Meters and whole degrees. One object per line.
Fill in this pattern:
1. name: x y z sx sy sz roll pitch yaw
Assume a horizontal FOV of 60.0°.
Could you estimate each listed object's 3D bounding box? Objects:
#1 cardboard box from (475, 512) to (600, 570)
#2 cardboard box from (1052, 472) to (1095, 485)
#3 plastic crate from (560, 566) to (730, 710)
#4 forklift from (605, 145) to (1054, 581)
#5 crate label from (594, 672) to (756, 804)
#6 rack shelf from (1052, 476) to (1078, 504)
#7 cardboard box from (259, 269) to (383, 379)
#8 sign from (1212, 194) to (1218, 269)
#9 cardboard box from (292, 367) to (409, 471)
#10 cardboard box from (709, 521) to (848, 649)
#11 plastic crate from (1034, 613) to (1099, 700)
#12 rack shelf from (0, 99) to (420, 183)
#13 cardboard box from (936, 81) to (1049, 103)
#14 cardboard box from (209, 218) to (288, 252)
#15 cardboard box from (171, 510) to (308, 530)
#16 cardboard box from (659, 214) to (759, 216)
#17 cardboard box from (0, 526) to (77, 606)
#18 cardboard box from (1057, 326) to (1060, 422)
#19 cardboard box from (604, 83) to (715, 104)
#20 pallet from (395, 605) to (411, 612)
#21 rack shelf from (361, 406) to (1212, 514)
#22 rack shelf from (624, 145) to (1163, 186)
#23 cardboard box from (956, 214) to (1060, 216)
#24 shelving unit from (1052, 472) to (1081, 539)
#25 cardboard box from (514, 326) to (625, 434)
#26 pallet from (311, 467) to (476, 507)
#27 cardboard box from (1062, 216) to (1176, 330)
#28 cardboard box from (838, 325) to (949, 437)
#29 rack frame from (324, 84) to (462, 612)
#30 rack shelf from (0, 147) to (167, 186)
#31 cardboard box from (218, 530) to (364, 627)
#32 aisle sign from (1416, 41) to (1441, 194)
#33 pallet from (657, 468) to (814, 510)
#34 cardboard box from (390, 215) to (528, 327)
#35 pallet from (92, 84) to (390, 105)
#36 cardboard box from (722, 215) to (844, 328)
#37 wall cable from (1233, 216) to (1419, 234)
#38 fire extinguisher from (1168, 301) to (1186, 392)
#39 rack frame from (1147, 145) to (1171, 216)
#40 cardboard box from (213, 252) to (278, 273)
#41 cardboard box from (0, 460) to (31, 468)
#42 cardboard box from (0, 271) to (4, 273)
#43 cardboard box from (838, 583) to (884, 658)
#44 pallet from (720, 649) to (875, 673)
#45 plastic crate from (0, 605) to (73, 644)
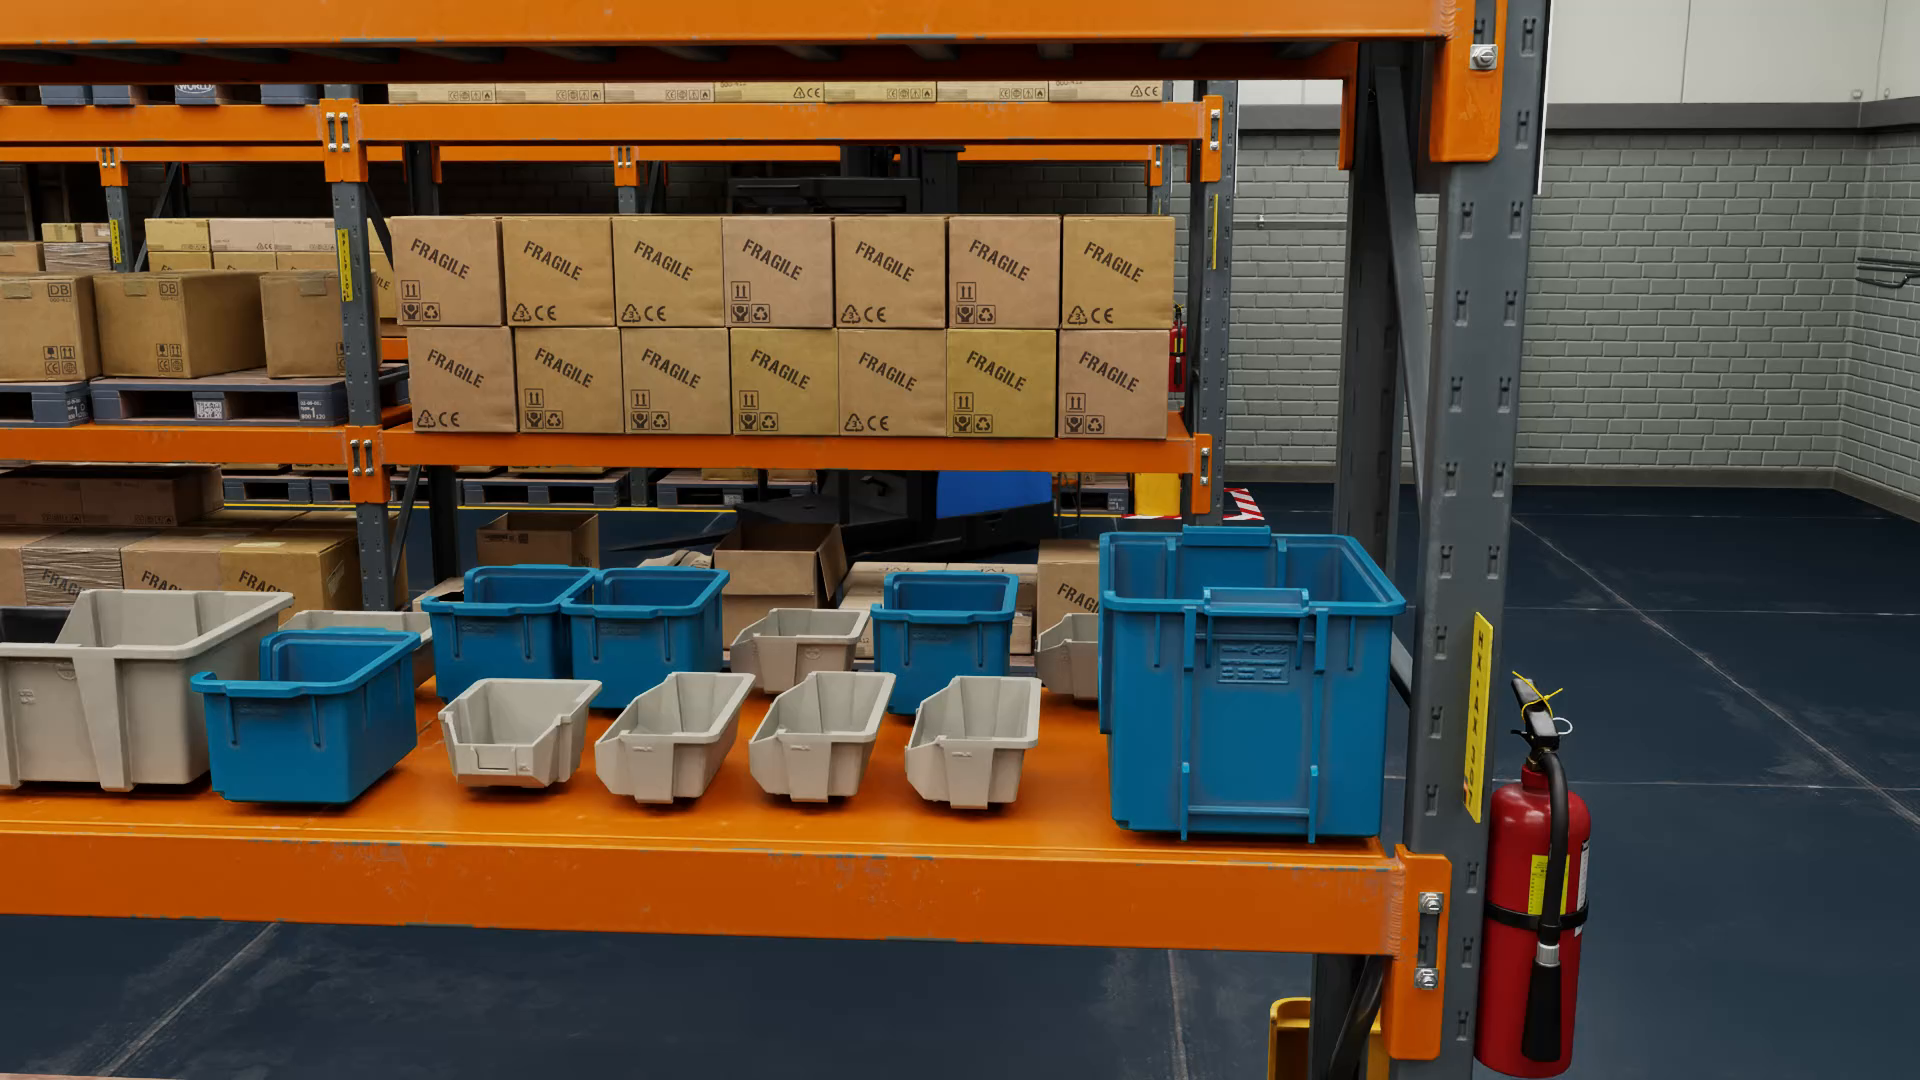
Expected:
1. cardboard box: -2.215 0.144 8.783 0.500 0.500 0.500 1 12 4
2. cardboard box: 0.811 -0.742 13.069 0.500 0.500 0.700 1 12 4
3. plastic crate: -0.684 0.217 3.668 0.300 0.233 0.416 1 12 4
4. forklift: -0.823 -1.296 10.807 3.031 2.935 1.130 -9 15 -37
5. crate label: -0.539 0.373 3.158 0.243 0.136 0.396 1 12 4
6. rack shelf: 0.601 -0.380 11.952 0.480 0.148 0.258 11 16 43
7. cardboard box: -3.260 -1.120 8.528 0.500 0.500 0.700 -3 12 -15
8. sign: 1.132 -1.367 7.379 0.005 0.325 0.100 1 12 4
9. cardboard box: -4.868 -0.984 13.369 0.750 0.750 0.750 1 12 3
10. cardboard box: -0.927 0.218 8.425 0.637 0.503 0.797 1 12 4
11. plastic crate: 0.315 0.261 3.693 0.298 0.136 0.250 1 12 4
12. rack shelf: -4.798 -1.957 8.229 4.000 0.370 1.077 1 12 4
13. cardboard box: 0.160 -2.116 7.598 0.500 0.250 0.500 1 12 4
14. cardboard box: -5.494 -2.386 12.996 0.500 0.250 0.500 1 12 3
15. cardboard box: -3.802 0.133 8.836 0.500 0.500 0.500 1 12 5
16. cardboard box: -1.266 -1.385 8.375 0.500 0.500 0.500 1 12 4
17. cardboard box: -4.814 0.224 8.400 0.500 0.500 0.500 0 12 2
18. cardboard box: 0.249 -0.874 8.375 0.500 0.500 0.500 1 12 3
19. cardboard box: -1.336 -2.136 7.696 0.500 0.250 0.500 1 12 4
20. pallet: -3.616 0.548 8.634 1.213 0.211 1.003 1 12 4
21. rack shelf: -0.807 -0.434 8.275 4.000 0.370 1.077 1 12 4
22. rack shelf: -0.480 -2.914 12.806 4.000 0.370 1.077 1 12 4
23. cardboard box: 0.241 -1.363 8.271 0.500 0.500 0.500 1 12 4
24. shelving unit: 0.601 -0.640 11.898 0.503 1.200 0.258 11 16 43
25. cardboard box: -1.801 -0.794 7.992 0.500 0.500 0.500 1 12 5
26. pallet: -4.470 -0.472 13.510 1.213 0.211 1.003 1 12 4
27. cardboard box: 0.726 -1.247 7.718 0.500 0.500 0.500 1 12 3
28. cardboard box: -0.292 -0.773 7.892 0.500 0.500 0.500 1 12 4
29. rack frame: -2.802 -0.814 8.332 0.127 3.000 1.000 1 12 4
30. rack shelf: -8.462 -3.024 13.329 4.000 0.370 1.077 1 12 4
31. cardboard box: -3.314 0.246 8.295 0.500 0.500 0.500 1 12 3
32. aisle sign: 0.946 -1.079 3.252 0.004 0.787 0.394 1 12 4
33. pallet: -1.722 -0.434 13.329 1.213 0.211 1.003 1 12 4
34. cardboard box: -2.351 -1.288 7.914 0.500 0.500 0.500 1 12 5
35. pallet: -3.448 -2.213 8.155 1.003 0.211 1.213 1 12 4
36. cardboard box: -0.808 -1.267 7.813 0.500 0.500 0.500 1 12 6
37. wall cable: 2.857 -2.444 13.644 1.851 1.984 0.084 1 12 4
38. fire extinguisher: 1.636 -1.454 12.494 0.183 0.674 0.296 1 12 4
39. rack frame: 1.516 -1.771 12.908 0.127 3.000 1.000 1 12 4
40. cardboard box: -5.477 -2.017 13.064 0.500 0.500 0.500 1 12 6
41. cardboard box: -7.694 -0.902 13.786 0.500 0.500 0.700 1 12 4
42. cardboard box: -5.258 -1.086 8.363 0.500 0.500 0.700 3 12 14
43. cardboard box: -0.316 0.395 8.193 0.500 0.250 0.500 1 12 4
44. pallet: -0.897 0.577 8.494 1.213 0.211 1.003 1 12 4
45. plastic crate: -2.002 0.264 3.706 0.590 0.125 0.437 1 12 4
